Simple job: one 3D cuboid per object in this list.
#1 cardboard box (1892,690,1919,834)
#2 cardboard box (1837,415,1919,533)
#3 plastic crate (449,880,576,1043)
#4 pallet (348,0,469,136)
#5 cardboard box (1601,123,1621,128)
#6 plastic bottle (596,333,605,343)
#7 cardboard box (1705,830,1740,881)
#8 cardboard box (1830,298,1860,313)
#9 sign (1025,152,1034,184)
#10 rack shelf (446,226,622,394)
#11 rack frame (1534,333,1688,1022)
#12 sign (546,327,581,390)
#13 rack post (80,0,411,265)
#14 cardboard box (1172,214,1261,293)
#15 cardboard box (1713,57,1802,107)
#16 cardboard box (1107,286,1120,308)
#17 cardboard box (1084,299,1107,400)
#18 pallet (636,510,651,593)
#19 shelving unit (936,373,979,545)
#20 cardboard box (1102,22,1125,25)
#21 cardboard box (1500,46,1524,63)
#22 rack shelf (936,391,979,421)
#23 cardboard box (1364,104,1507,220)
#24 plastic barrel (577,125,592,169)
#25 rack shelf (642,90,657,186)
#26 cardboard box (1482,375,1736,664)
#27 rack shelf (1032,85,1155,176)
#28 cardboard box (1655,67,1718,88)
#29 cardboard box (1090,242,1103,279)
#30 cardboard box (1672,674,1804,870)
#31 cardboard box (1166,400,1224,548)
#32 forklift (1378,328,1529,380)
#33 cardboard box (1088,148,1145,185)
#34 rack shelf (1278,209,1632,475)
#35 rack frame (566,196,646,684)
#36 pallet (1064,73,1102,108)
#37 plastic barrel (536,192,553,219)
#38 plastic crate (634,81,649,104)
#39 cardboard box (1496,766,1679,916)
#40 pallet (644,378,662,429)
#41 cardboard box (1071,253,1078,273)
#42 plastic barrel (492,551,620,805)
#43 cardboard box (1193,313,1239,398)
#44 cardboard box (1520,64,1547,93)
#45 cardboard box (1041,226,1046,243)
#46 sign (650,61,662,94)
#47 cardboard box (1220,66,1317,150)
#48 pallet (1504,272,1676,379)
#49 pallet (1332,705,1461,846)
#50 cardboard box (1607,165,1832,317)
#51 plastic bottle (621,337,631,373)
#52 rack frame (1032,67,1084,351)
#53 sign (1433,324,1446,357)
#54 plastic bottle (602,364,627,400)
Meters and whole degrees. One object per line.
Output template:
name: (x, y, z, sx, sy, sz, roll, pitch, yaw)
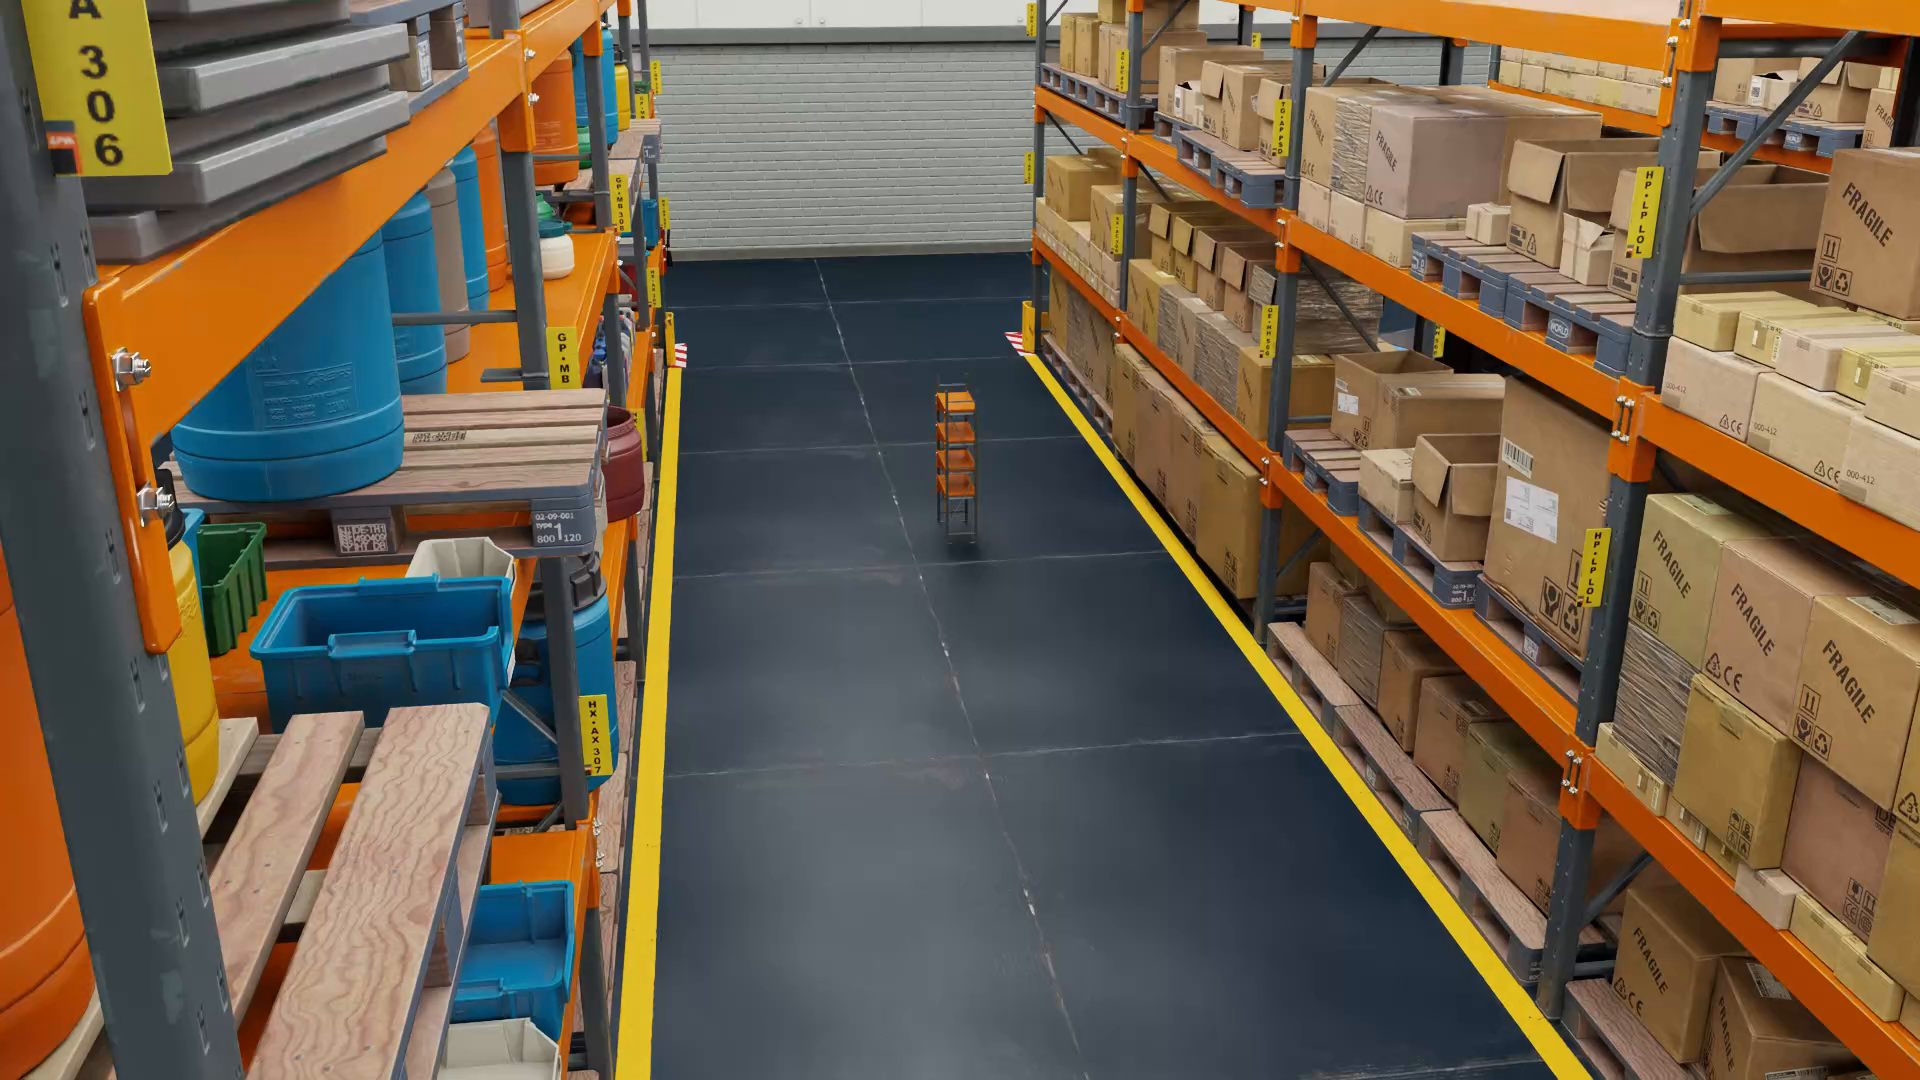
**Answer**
cardboard box: (3.059, 0.656, 4.676, 0.500, 0.500, 0.500, -3, 21, -8)
cardboard box: (2.971, -0.188, 4.859, 0.500, 0.250, 0.500, -4, 21, -10)
plastic crate: (-1.456, 1.312, 5.129, 0.499, 0.251, 0.616, -3, 21, -8)
pallet: (-1.558, -0.954, 3.252, 1.003, 0.211, 1.213, -3, 21, -8)
cardboard box: (6.595, -4.080, 17.356, 0.500, 0.500, 0.500, -4, 21, -10)
plastic bottle: (-2.656, -1.403, 12.369, 0.097, 0.271, 0.097, 0, 20, 0)
cardboard box: (2.883, 1.089, 5.873, 0.380, 0.149, 0.250, -3, 21, -8)
cardboard box: (3.350, -0.801, 5.930, 0.380, 0.149, 0.250, -2, 21, -6)
sign: (0.738, -3.948, 17.650, 0.100, 0.325, 0.005, -3, 21, -8)
rack shelf: (-2.172, -0.888, 7.547, 1.077, 0.370, 4.000, -3, 21, -8)
rack frame: (3.017, 0.623, 6.761, 1.000, 3.000, 0.127, -3, 21, -8)
sign: (-1.338, -0.560, 5.630, 0.100, 0.325, 0.005, -3, 21, -8)
rack post: (-1.290, -0.587, 2.140, 0.937, 0.300, 0.954, -1, 20, -2)
cardboard box: (2.052, -2.205, 12.755, 0.797, 0.503, 0.637, -3, 21, -7)
cardboard box: (6.733, -3.874, 13.771, 0.700, 0.500, 0.500, -3, 21, -8)
cardboard box: (1.496, -2.118, 14.459, 0.380, 0.149, 0.250, -3, 21, -7)
cardboard box: (1.719, -1.892, 15.932, 0.875, 0.875, 0.875, -3, 21, -8)
pallet: (-2.788, 0.102, 12.142, 1.003, 0.211, 1.213, -3, 21, -8)
shelving unit: (-0.024, -0.619, 12.660, 0.258, 1.200, 0.503, -3, 21, -8)
cardboard box: (1.684, -4.485, 15.264, 0.700, 0.500, 0.500, -2, 21, -5)
cardboard box: (6.018, -5.147, 17.424, 0.500, 0.250, 0.500, -3, 21, -7)
rack shelf: (-0.024, -0.988, 12.522, 0.258, 0.148, 0.480, -3, 21, -8)
cardboard box: (2.403, -1.923, 8.433, 0.500, 0.500, 0.500, -4, 21, -9)
plastic barrel: (-2.386, -2.420, 10.242, 0.294, 0.245, 0.294, 0, 20, 0)
rack shelf: (-3.325, -3.658, 14.963, 1.077, 0.370, 4.000, -3, 21, -8)
cardboard box: (3.041, -0.137, 7.338, 1.000, 1.000, 1.000, -3, 21, -7)
rack shelf: (1.576, -3.907, 15.632, 1.077, 0.370, 4.000, -3, 21, -8)
cardboard box: (6.469, -4.078, 14.561, 0.500, 0.250, 0.500, -4, 21, -10)
cardboard box: (1.464, -2.535, 15.004, 0.500, 0.250, 0.500, -2, 21, -6)
cardboard box: (3.058, 0.771, 5.798, 0.875, 0.500, 0.500, -3, 21, -8)
cardboard box: (2.241, -0.512, 12.237, 1.225, 0.875, 0.875, -3, 21, -8)
forklift: (4.718, -1.785, 13.306, 1.130, 2.935, 3.031, -15, 25, -34)
cardboard box: (1.618, -3.797, 17.312, 0.500, 0.500, 0.500, -3, 21, -7)
rack shelf: (2.729, -1.138, 8.216, 1.077, 0.370, 4.000, -3, 21, -8)
rack frame: (-2.460, -0.512, 9.800, 1.000, 3.000, 0.127, -3, 21, -8)
pallet: (1.584, -4.216, 15.556, 1.003, 0.211, 1.213, -3, 21, -8)
plastic barrel: (-2.374, -1.762, 9.080, 0.294, 0.245, 0.294, 0, 20, 0)
plastic crate: (-3.189, -4.261, 15.853, 0.450, 0.188, 0.336, -3, 21, -8)
cardboard box: (2.950, 1.374, 7.693, 0.700, 0.500, 0.500, -5, 21, -12)
pallet: (-3.361, -1.267, 15.806, 1.003, 0.211, 1.213, -3, 21, -8)
cardboard box: (1.275, -2.651, 15.887, 0.380, 0.149, 0.250, -3, 21, -7)
plastic barrel: (-1.640, 0.489, 6.403, 0.600, 0.901, 0.708, -3, 21, -8)
cardboard box: (1.980, -1.320, 11.819, 0.500, 0.500, 0.500, -4, 21, -10)
cardboard box: (6.094, -4.731, 17.023, 0.500, 0.250, 0.500, -2, 21, -6)
cardboard box: (1.051, -3.186, 17.318, 0.380, 0.149, 0.250, -3, 21, -9)
sign: (-3.072, -4.671, 16.799, 0.100, 0.325, 0.005, -3, 21, -8)
cardboard box: (2.070, -2.913, 11.197, 0.500, 0.500, 0.500, -2, 21, -5)
pallet: (3.034, -0.913, 6.856, 1.213, 0.211, 1.003, -3, 21, -8)
pallet: (2.725, 1.237, 9.104, 1.003, 0.211, 1.213, -3, 21, -8)
cardboard box: (3.048, -1.195, 6.594, 0.797, 0.503, 0.637, -4, 21, -10)
plastic bottle: (-2.516, -1.371, 12.277, 0.152, 0.276, 0.135, -3, 21, -8)
rack frame: (1.288, -3.532, 17.885, 1.000, 3.000, 0.127, -3, 21, -8)
sign: (2.976, -1.298, 10.362, 0.100, 0.325, 0.005, -3, 21, -8)
plastic bottle: (-2.403, -1.100, 11.552, 0.152, 0.276, 0.135, -3, 21, -8)
